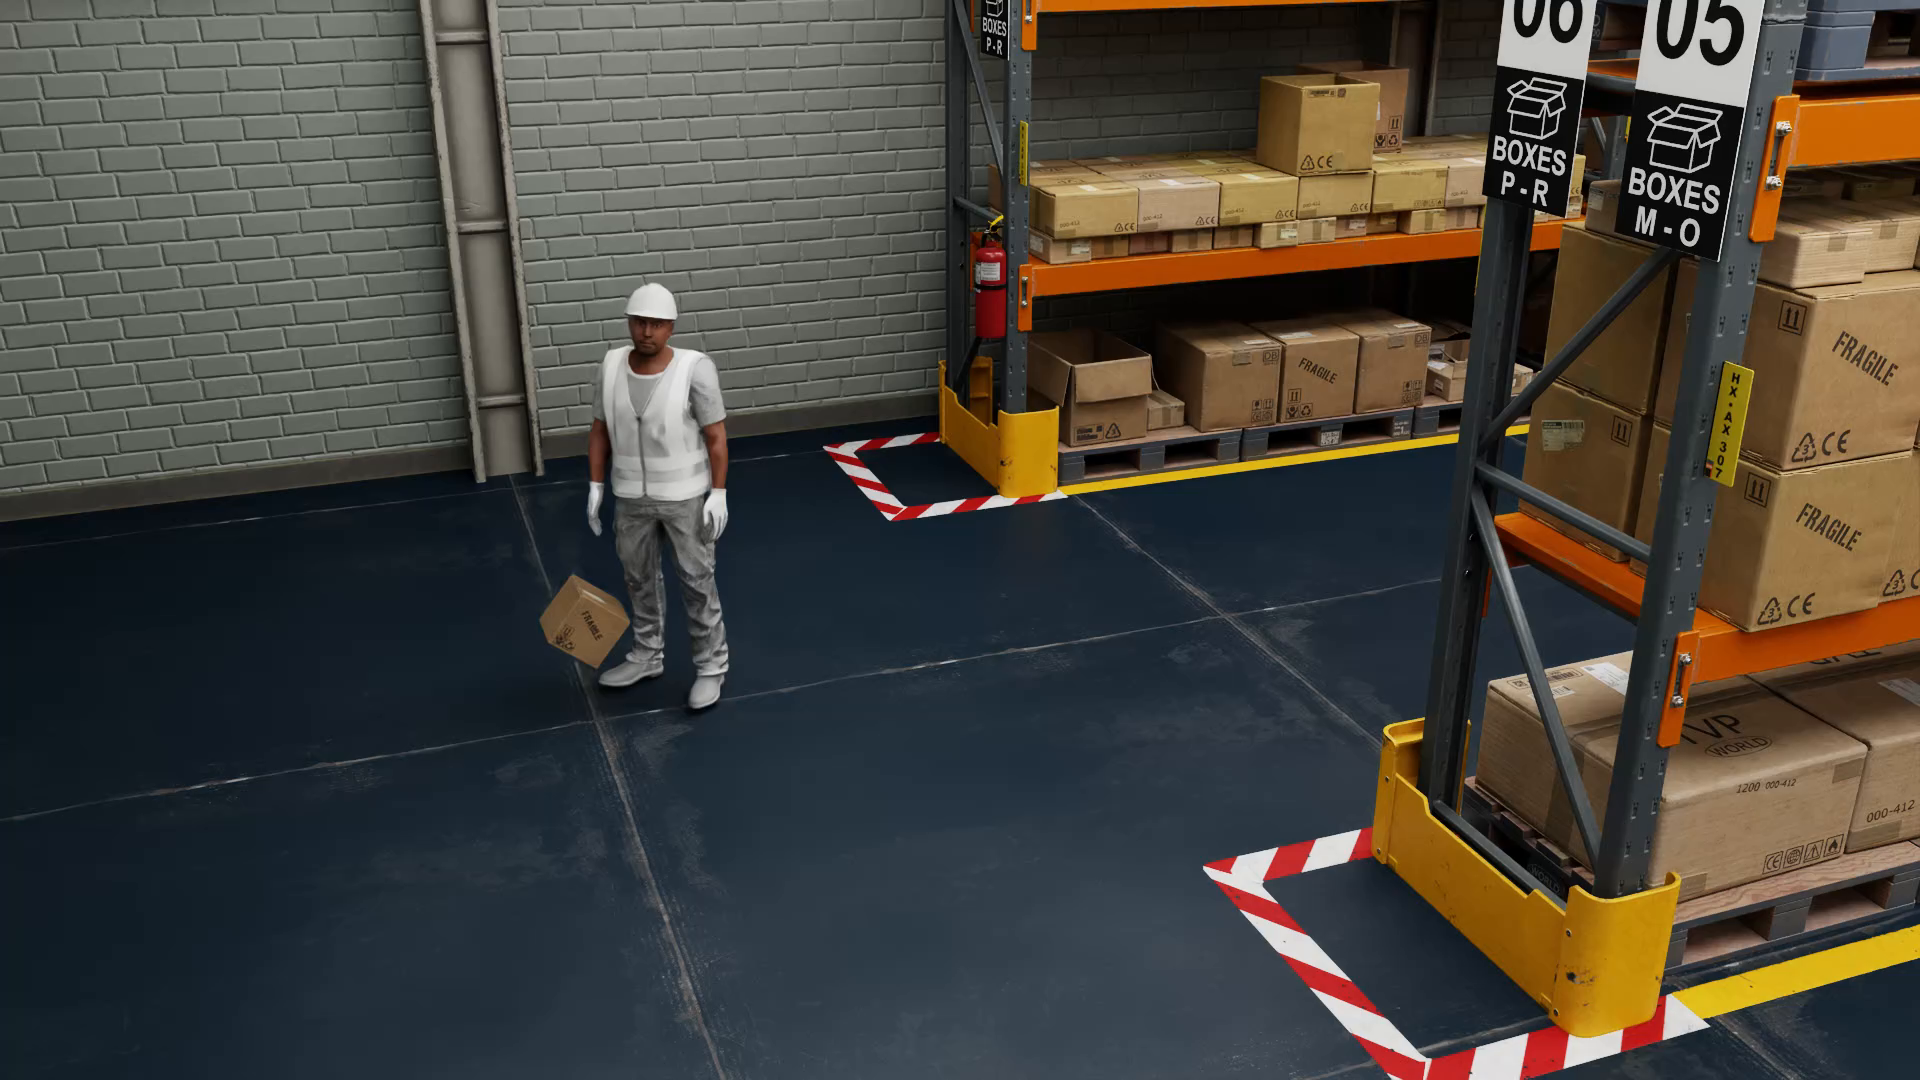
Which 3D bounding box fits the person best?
[{"bbox_3d":[-1.263,-0.180,6.941,0.628,1.792,0.405,6,23,14],"label":"person"}]
